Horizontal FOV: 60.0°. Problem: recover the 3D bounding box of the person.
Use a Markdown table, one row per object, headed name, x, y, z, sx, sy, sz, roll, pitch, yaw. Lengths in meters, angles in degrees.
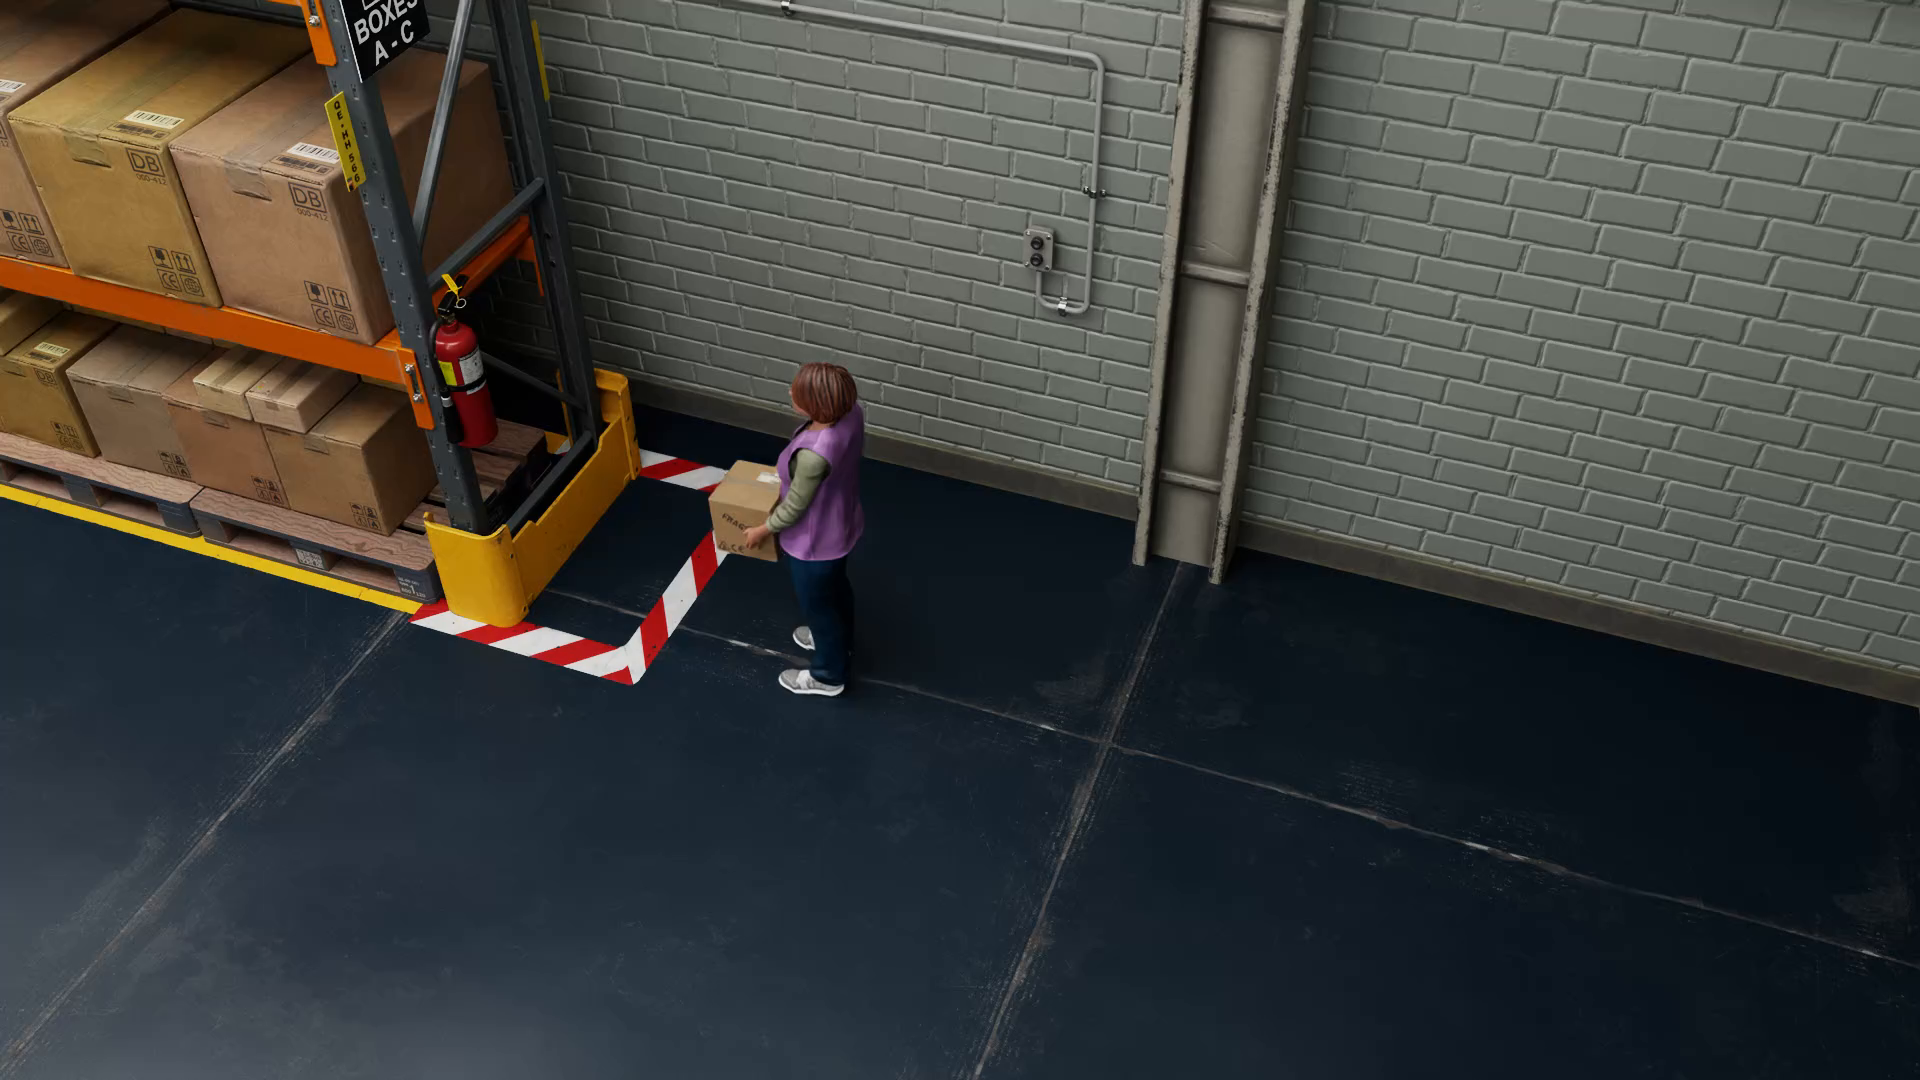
| name | x | y | z | sx | sy | sz | roll | pitch | yaw |
| --- | --- | --- | --- | --- | --- | --- | --- | --- | --- |
| person | -0.562 | -0.036 | 6.201 | 0.431 | 1.602 | 0.452 | 12 | 44 | 13 |
